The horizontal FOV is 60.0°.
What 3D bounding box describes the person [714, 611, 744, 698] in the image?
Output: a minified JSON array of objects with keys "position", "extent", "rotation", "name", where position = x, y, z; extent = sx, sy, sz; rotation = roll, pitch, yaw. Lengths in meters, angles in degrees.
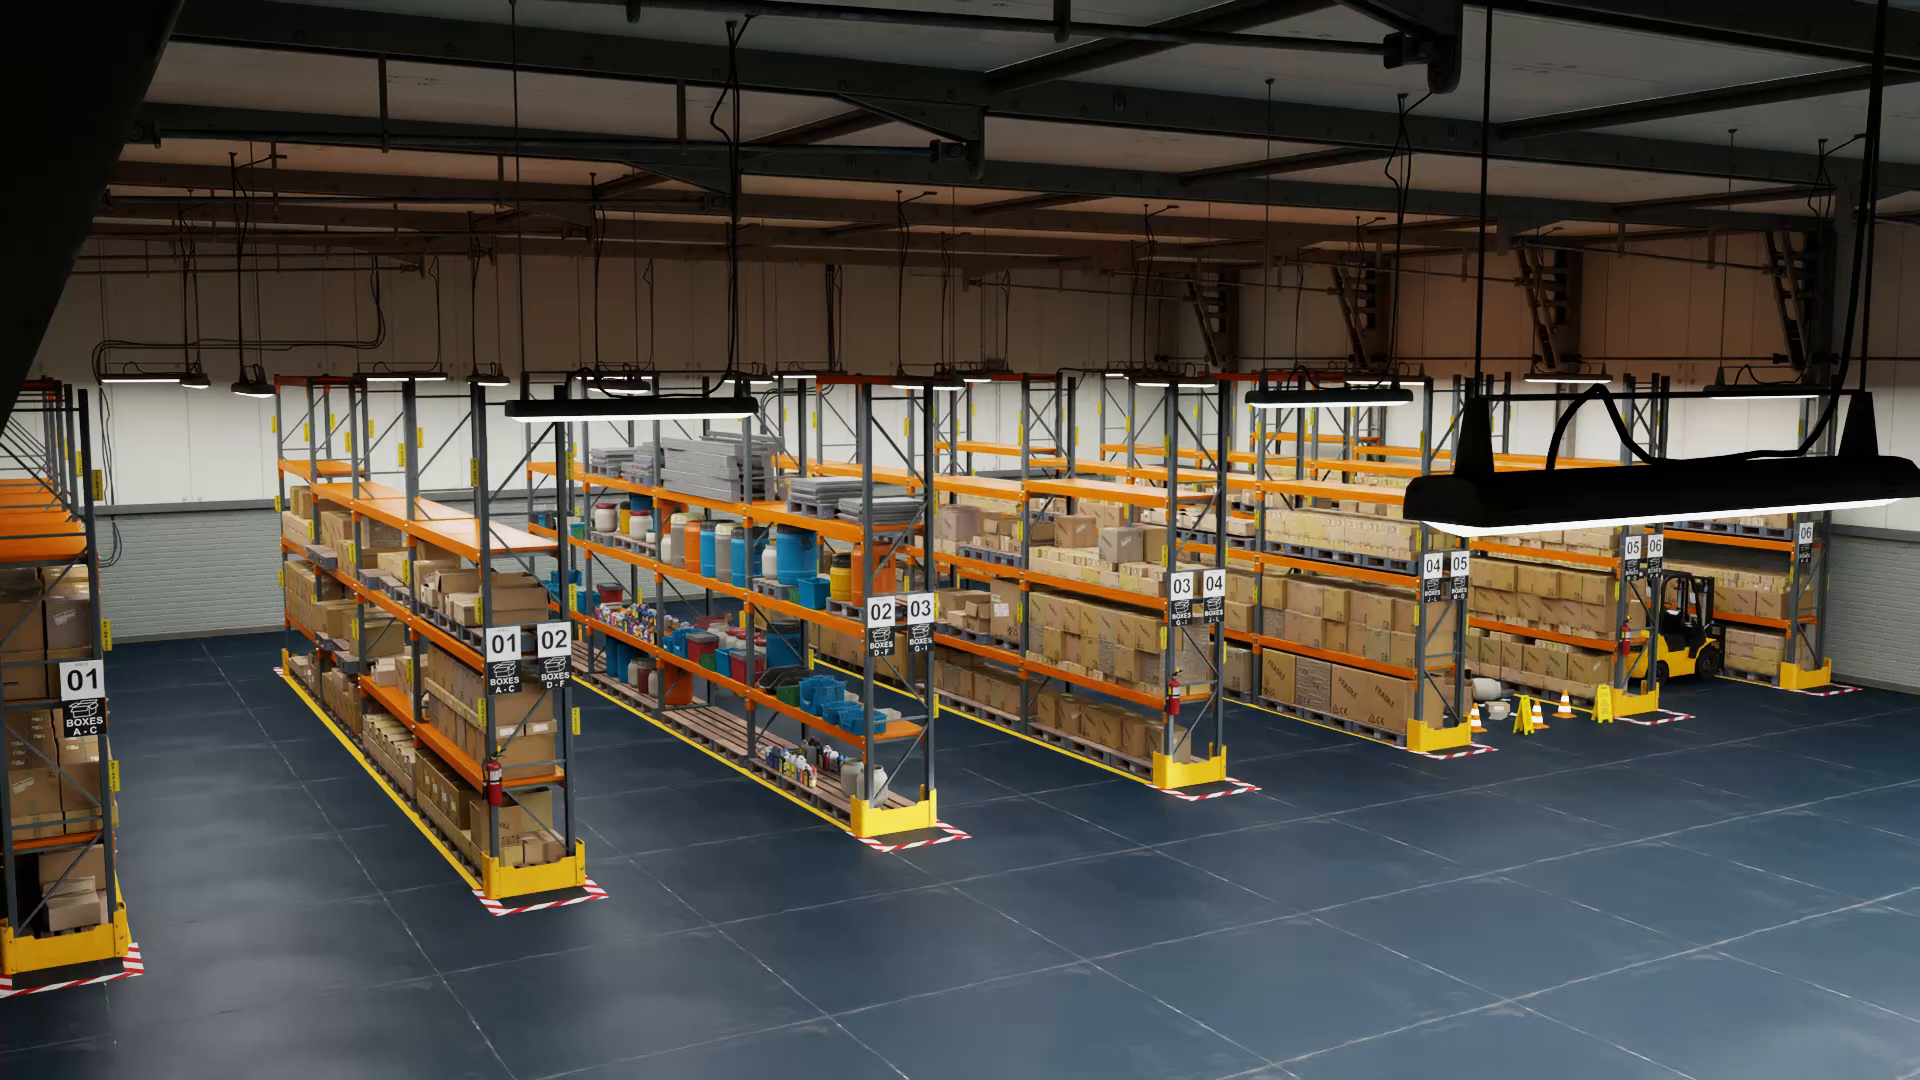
[{"position":[-4.368,2.098,31.104],"extent":[0.441,1.558,1.037],"rotation":[-4,7,-30],"name":"person"}]
